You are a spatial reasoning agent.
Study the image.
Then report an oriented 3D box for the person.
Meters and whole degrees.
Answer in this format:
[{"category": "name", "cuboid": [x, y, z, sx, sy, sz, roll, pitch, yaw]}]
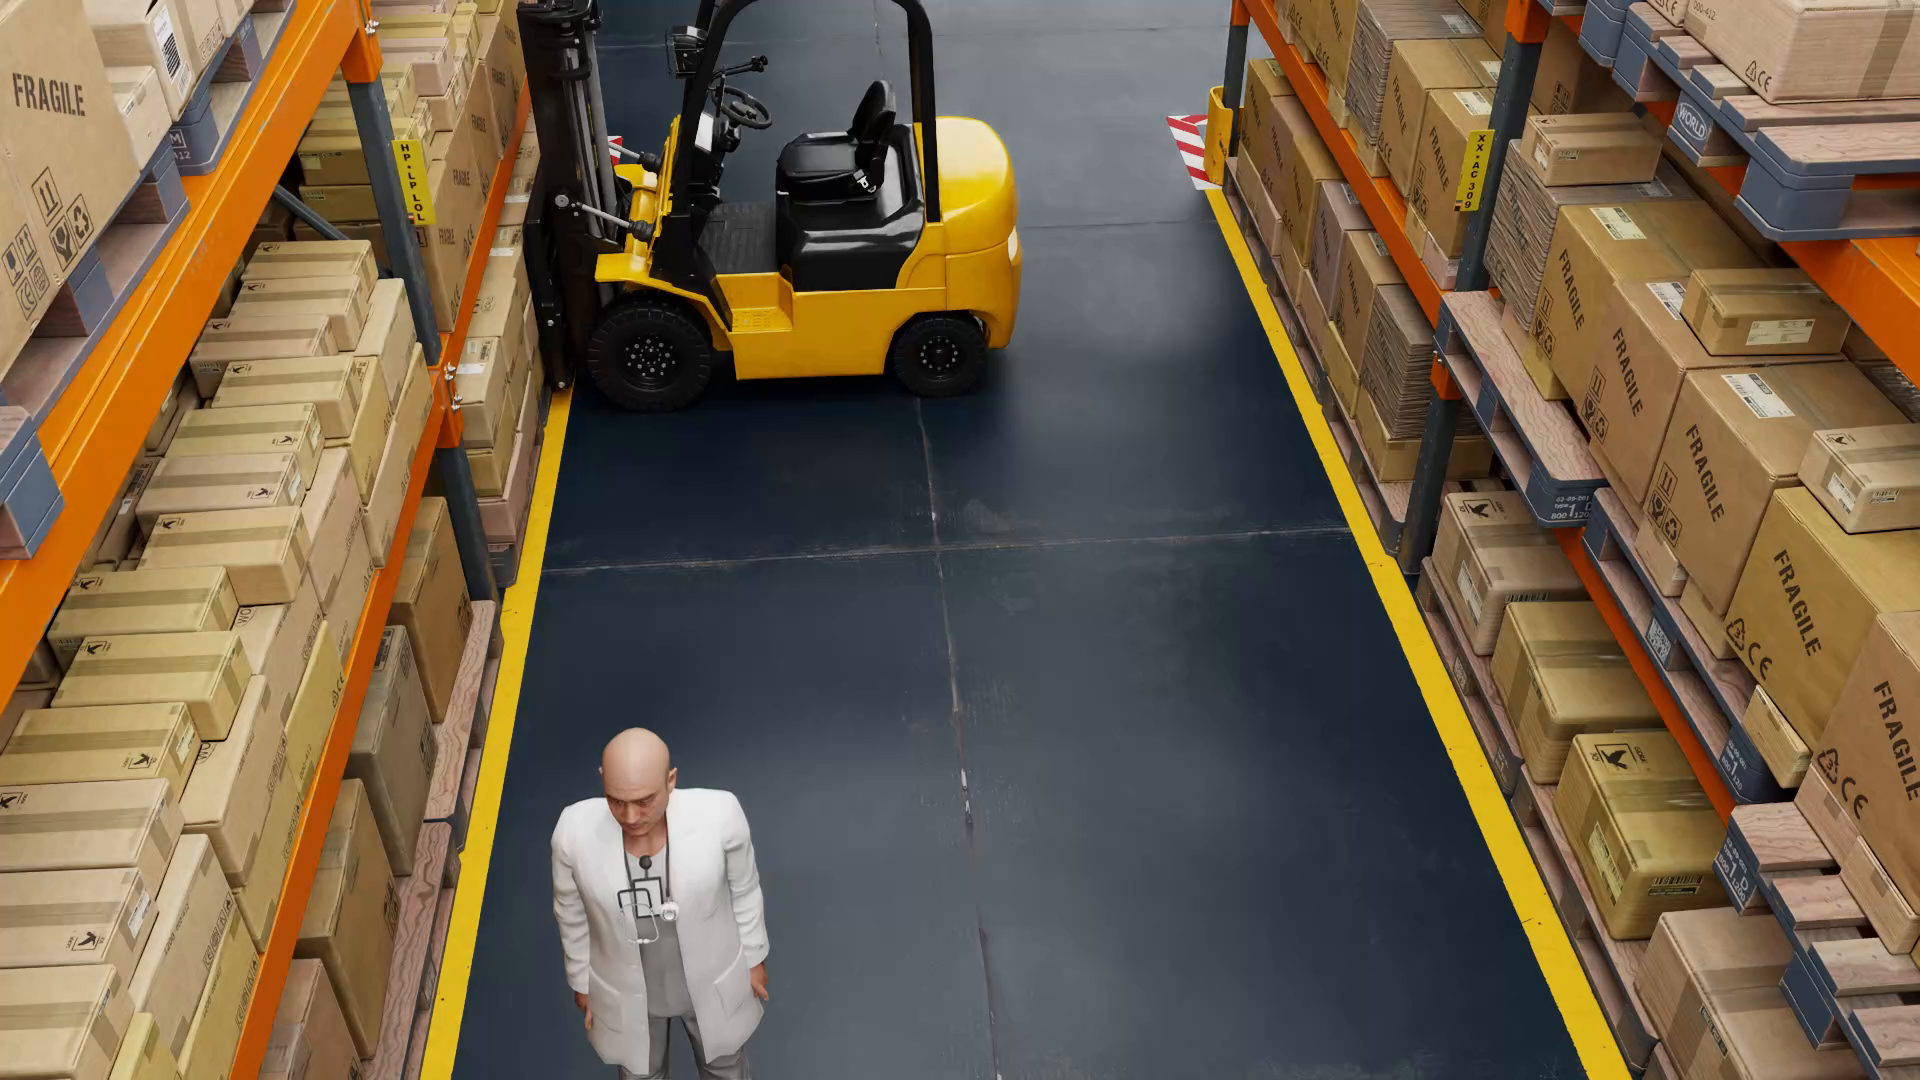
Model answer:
[{"category": "person", "cuboid": [-0.807, 1.225, 4.625, 0.564, 1.783, 0.373, -6, 39, -7]}]
